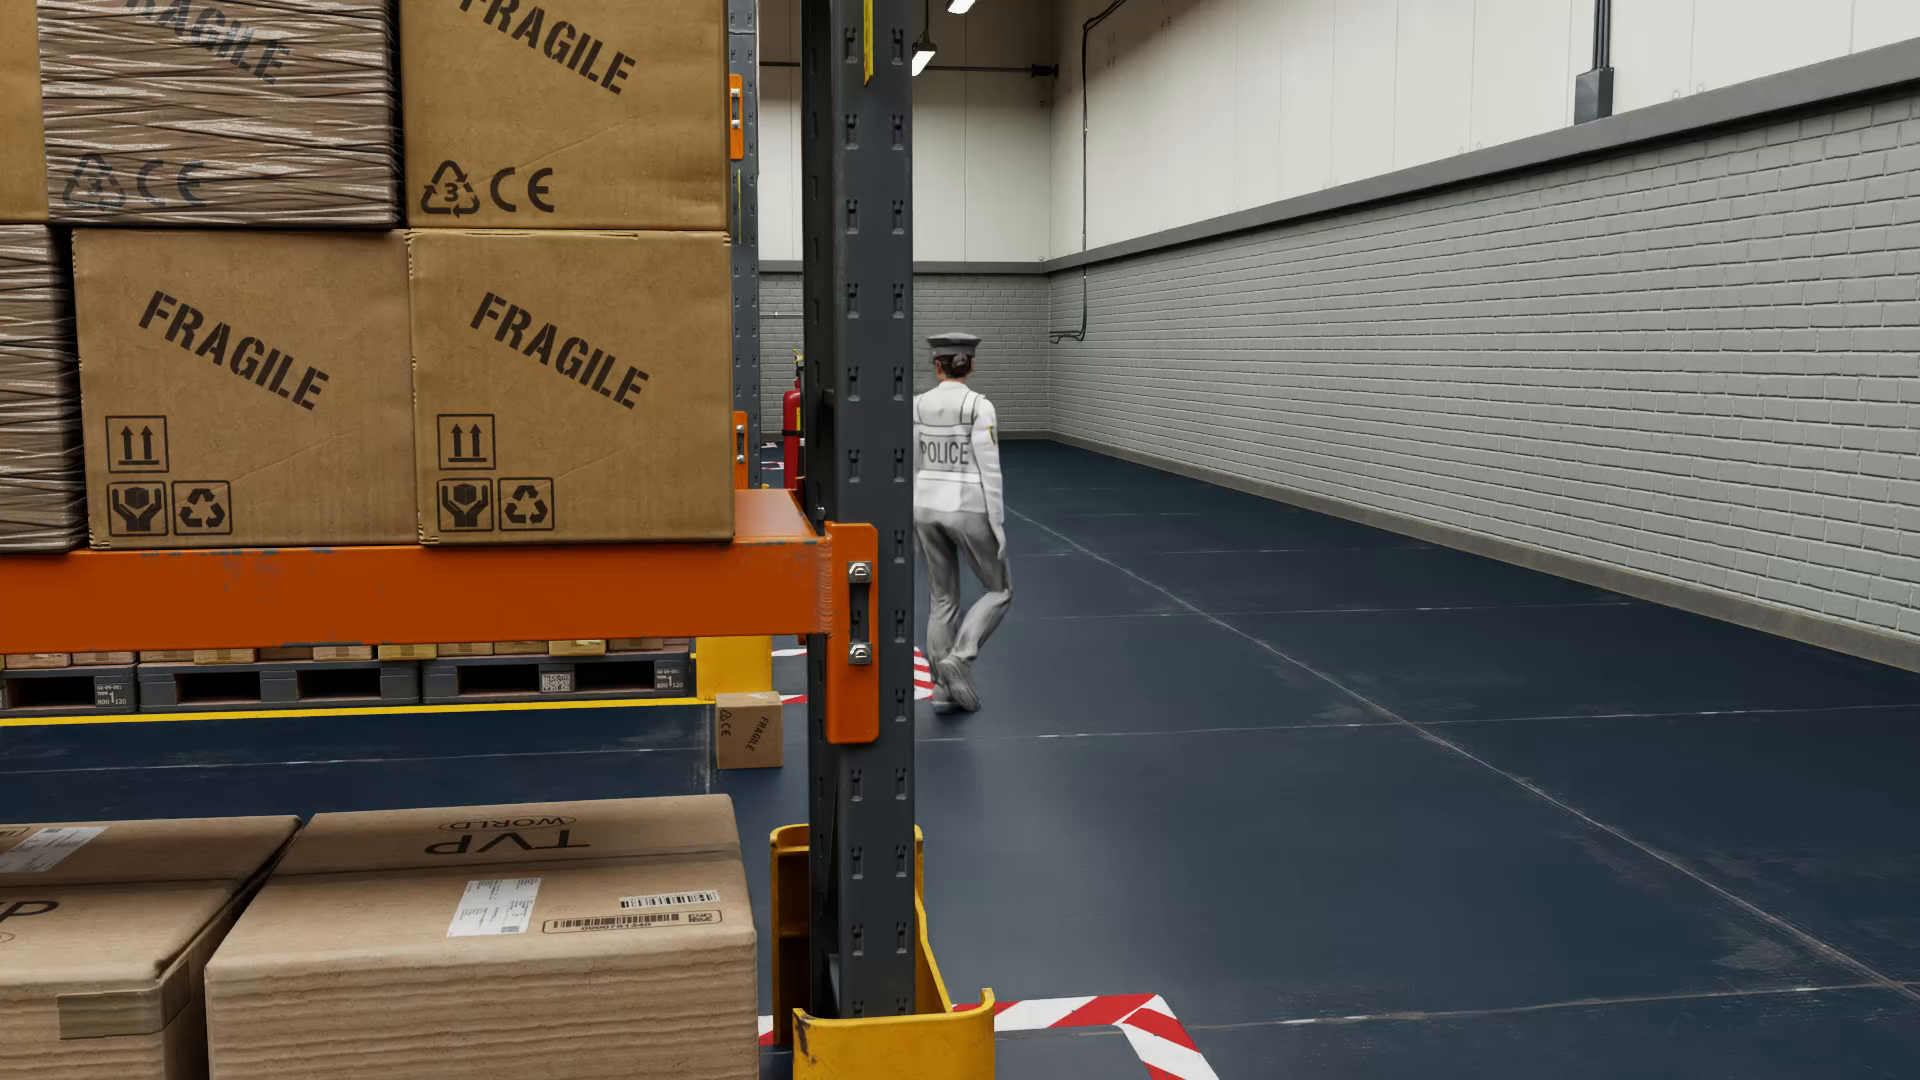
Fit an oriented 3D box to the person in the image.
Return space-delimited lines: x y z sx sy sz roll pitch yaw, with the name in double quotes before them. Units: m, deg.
"person" -0.032 -0.078 7.309 0.526 1.659 0.446 4 8 29
